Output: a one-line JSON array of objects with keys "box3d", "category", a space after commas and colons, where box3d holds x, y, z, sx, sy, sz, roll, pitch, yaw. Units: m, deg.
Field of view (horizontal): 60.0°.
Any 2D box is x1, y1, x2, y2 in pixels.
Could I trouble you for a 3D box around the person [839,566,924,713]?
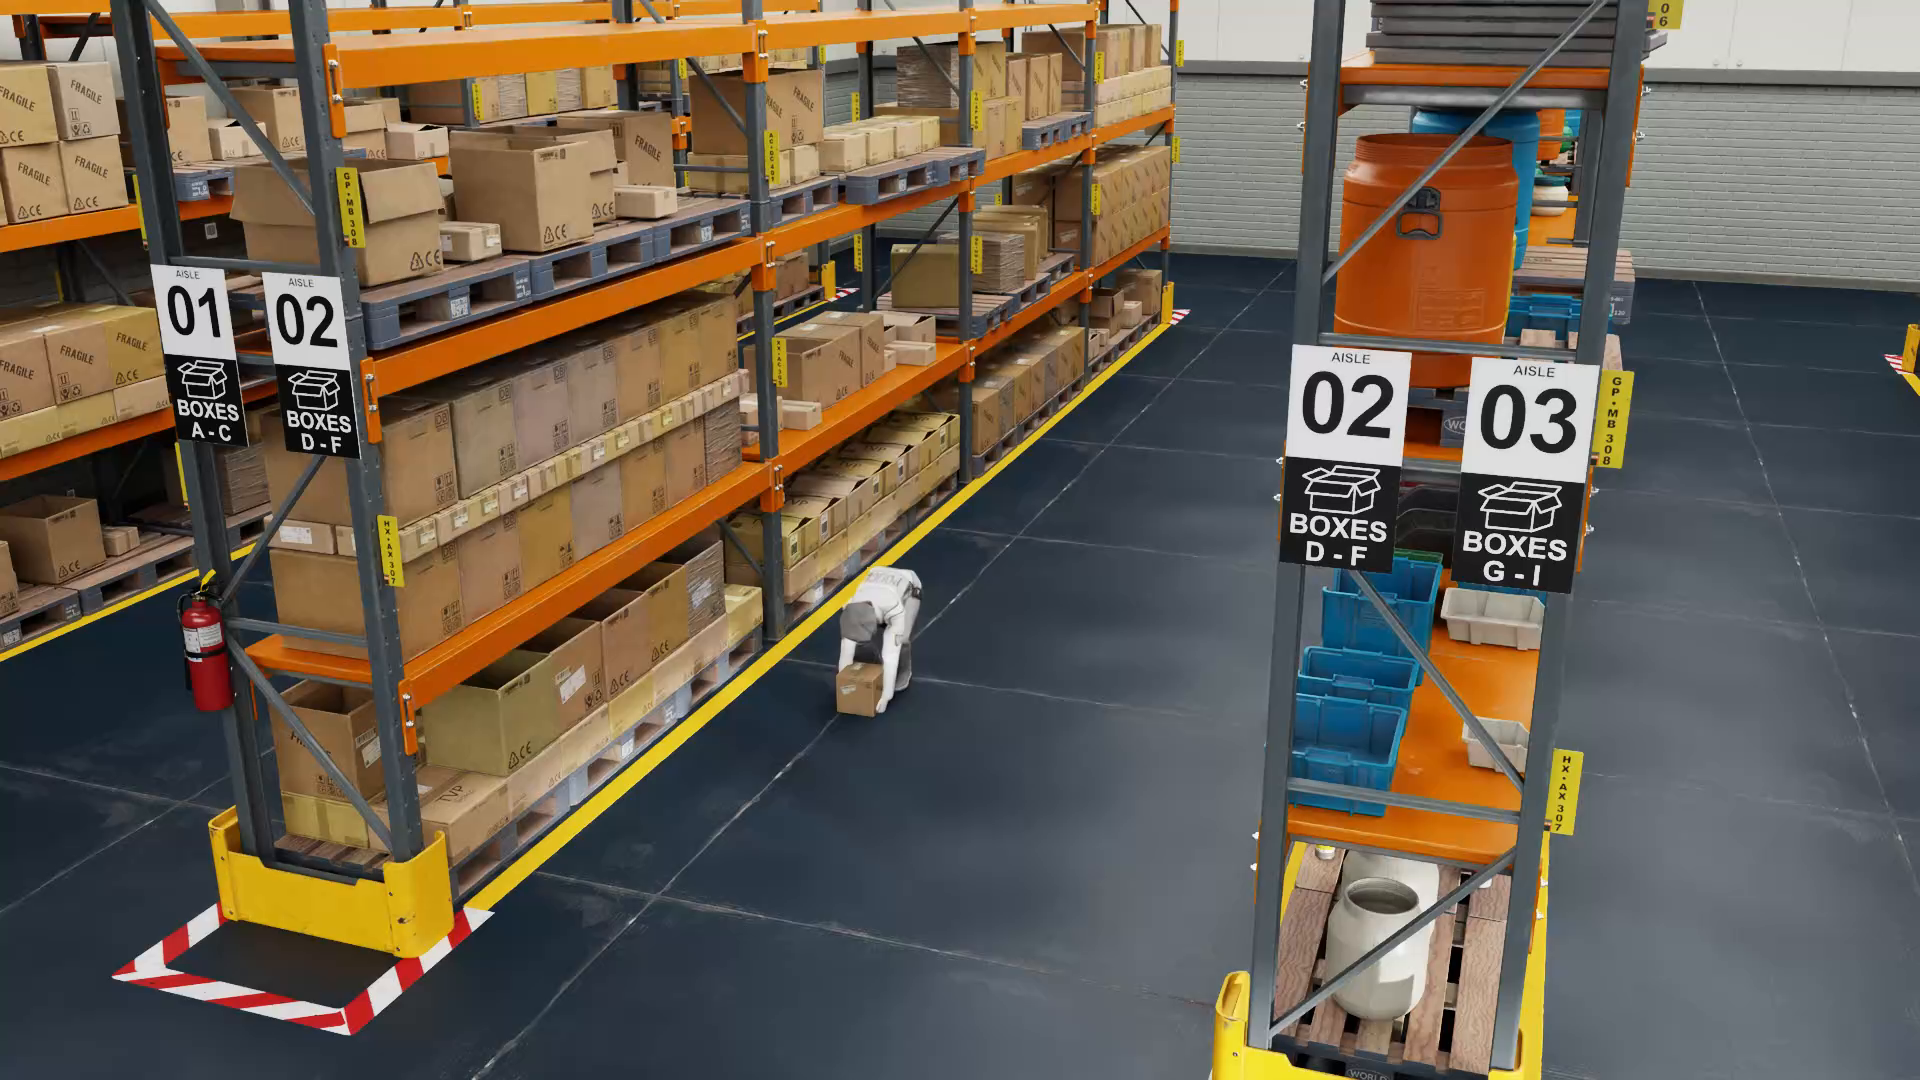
[{"box3d": [-0.526, 0.619, 10.678, 0.451, 0.770, 0.911, 6, 20, 18], "category": "person"}]
